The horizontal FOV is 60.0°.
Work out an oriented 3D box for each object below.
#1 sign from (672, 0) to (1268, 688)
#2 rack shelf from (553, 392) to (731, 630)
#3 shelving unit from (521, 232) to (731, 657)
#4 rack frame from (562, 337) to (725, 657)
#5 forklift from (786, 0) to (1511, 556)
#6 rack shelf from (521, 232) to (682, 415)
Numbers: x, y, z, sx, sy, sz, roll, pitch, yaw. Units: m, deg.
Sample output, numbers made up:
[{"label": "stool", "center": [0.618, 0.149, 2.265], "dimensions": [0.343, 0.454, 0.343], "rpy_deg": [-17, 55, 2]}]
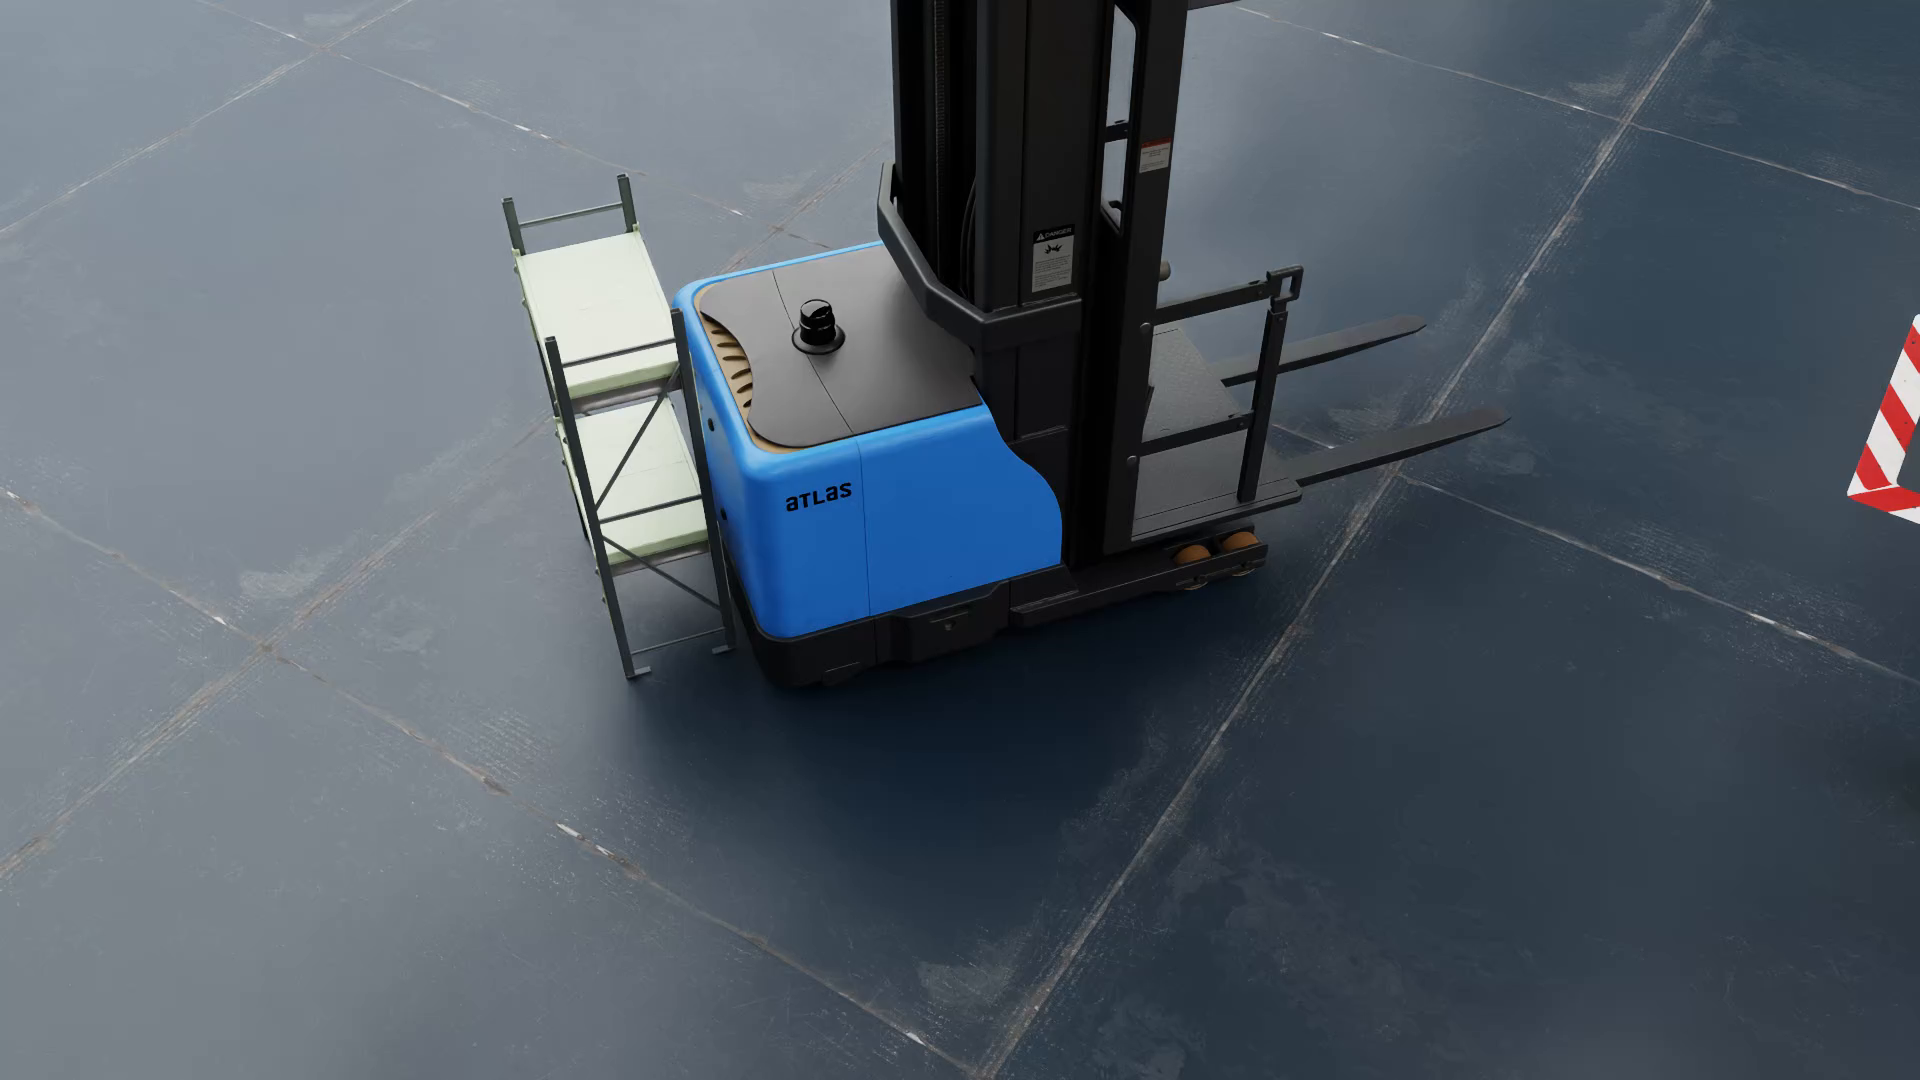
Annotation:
[{"label": "sign", "center": [0.048, -0.998, 5.249], "dimensions": [2.025, 2.768, 2.177], "rpy_deg": [25, 51, 22]}, {"label": "rack shelf", "center": [-1.106, -0.116, 5.768], "dimensions": [0.431, 0.370, 0.720], "rpy_deg": [-15, 48, -13]}, {"label": "shelving unit", "center": [-1.107, -0.338, 5.530], "dimensions": [0.431, 1.308, 0.731], "rpy_deg": [-15, 48, -13]}, {"label": "rack frame", "center": [-0.985, -0.095, 5.293], "dimensions": [0.380, 1.308, 0.010], "rpy_deg": [-15, 48, -13]}, {"label": "forklift", "center": [0.592, -1.178, 5.351], "dimensions": [3.031, 2.935, 1.121], "rpy_deg": [-15, 48, -14]}, {"label": "rack shelf", "center": [-1.114, -0.681, 5.182], "dimensions": [0.368, 0.124, 0.686], "rpy_deg": [-15, 48, -13]}]
